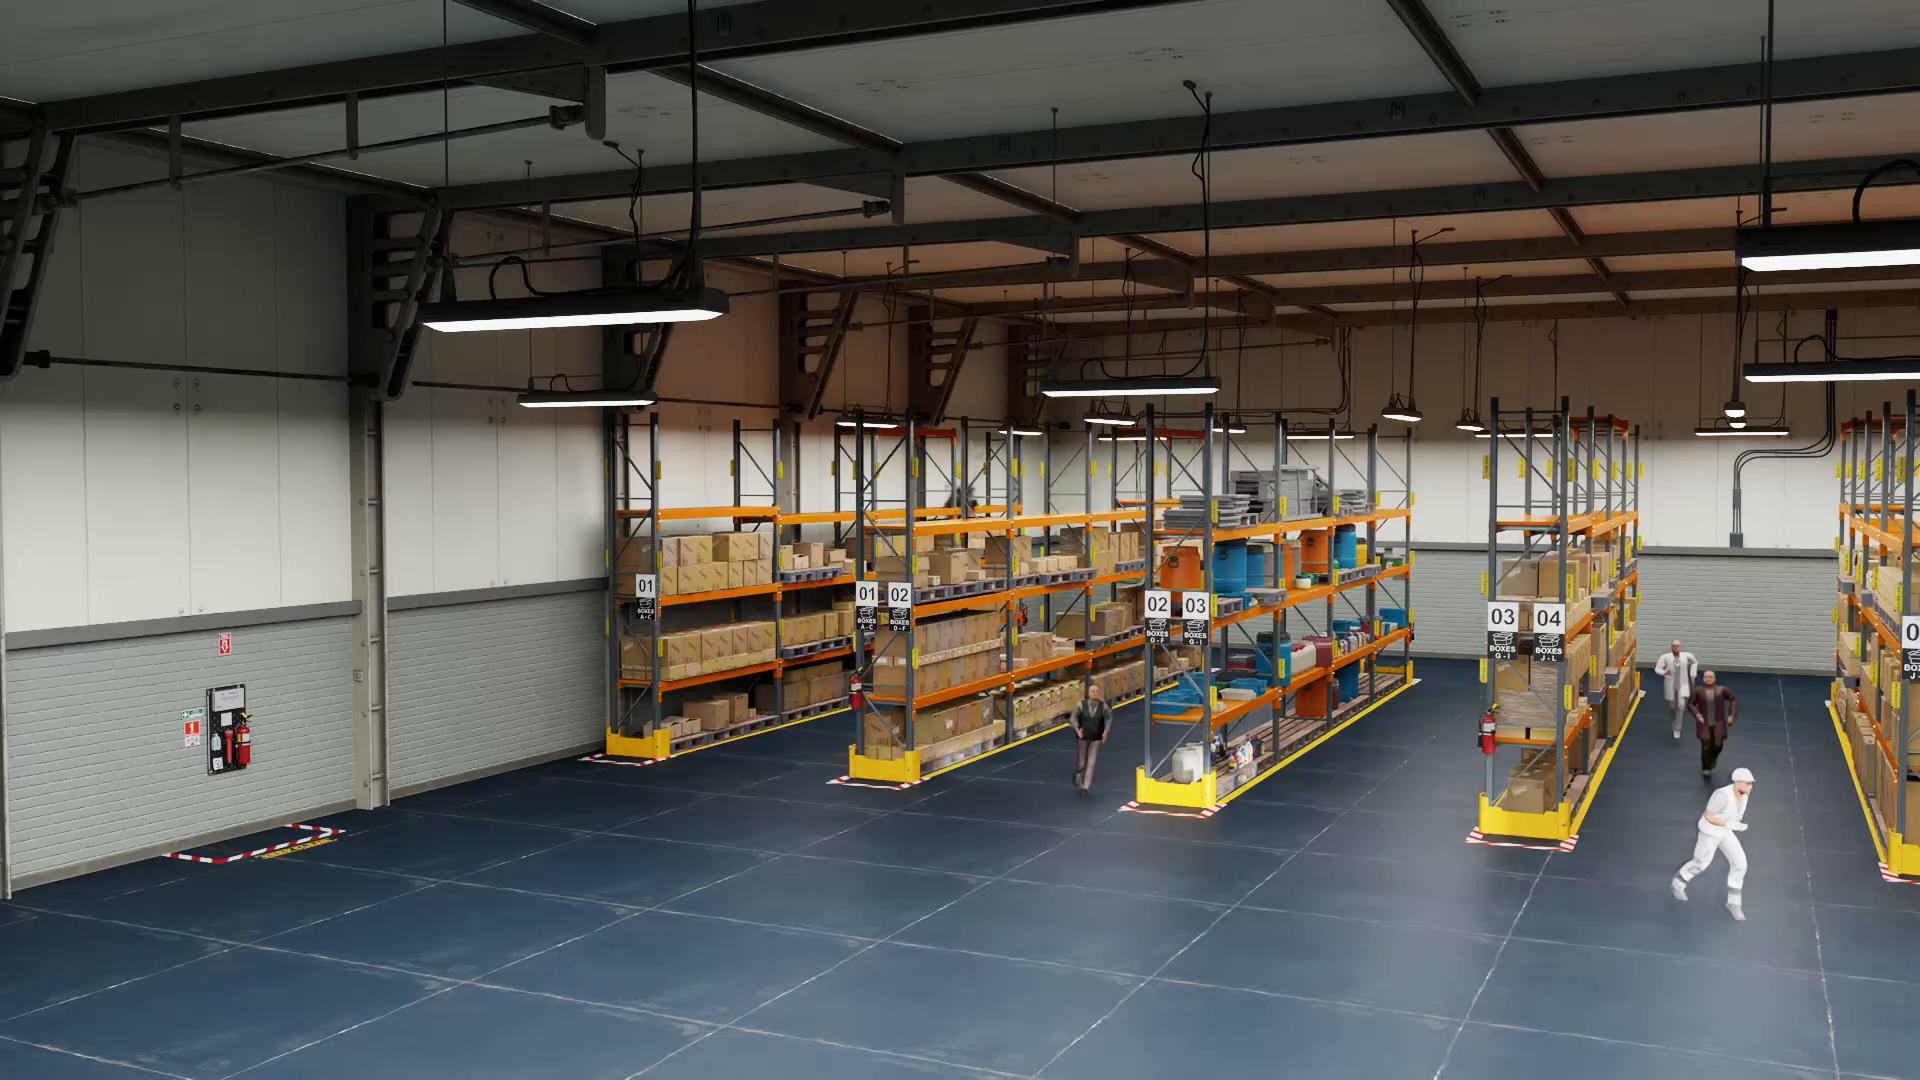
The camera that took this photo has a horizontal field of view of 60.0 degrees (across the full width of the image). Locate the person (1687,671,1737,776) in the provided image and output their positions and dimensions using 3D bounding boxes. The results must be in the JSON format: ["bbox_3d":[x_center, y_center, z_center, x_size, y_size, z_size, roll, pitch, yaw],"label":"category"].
[{"bbox_3d":[12.208,2.995,27.017,0.747,1.732,0.690,1,3,24],"label":"person"}]

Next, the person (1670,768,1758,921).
[{"bbox_3d":[8.532,3.388,18.823,0.706,1.732,1.048,-1,3,-30],"label":"person"}]

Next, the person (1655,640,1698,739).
[{"bbox_3d":[13.518,2.812,31.396,0.738,1.853,0.971,1,3,23],"label":"person"}]

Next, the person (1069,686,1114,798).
[{"bbox_3d":[2.037,3.096,25.733,0.689,1.709,0.687,0,2,-1],"label":"person"}]
